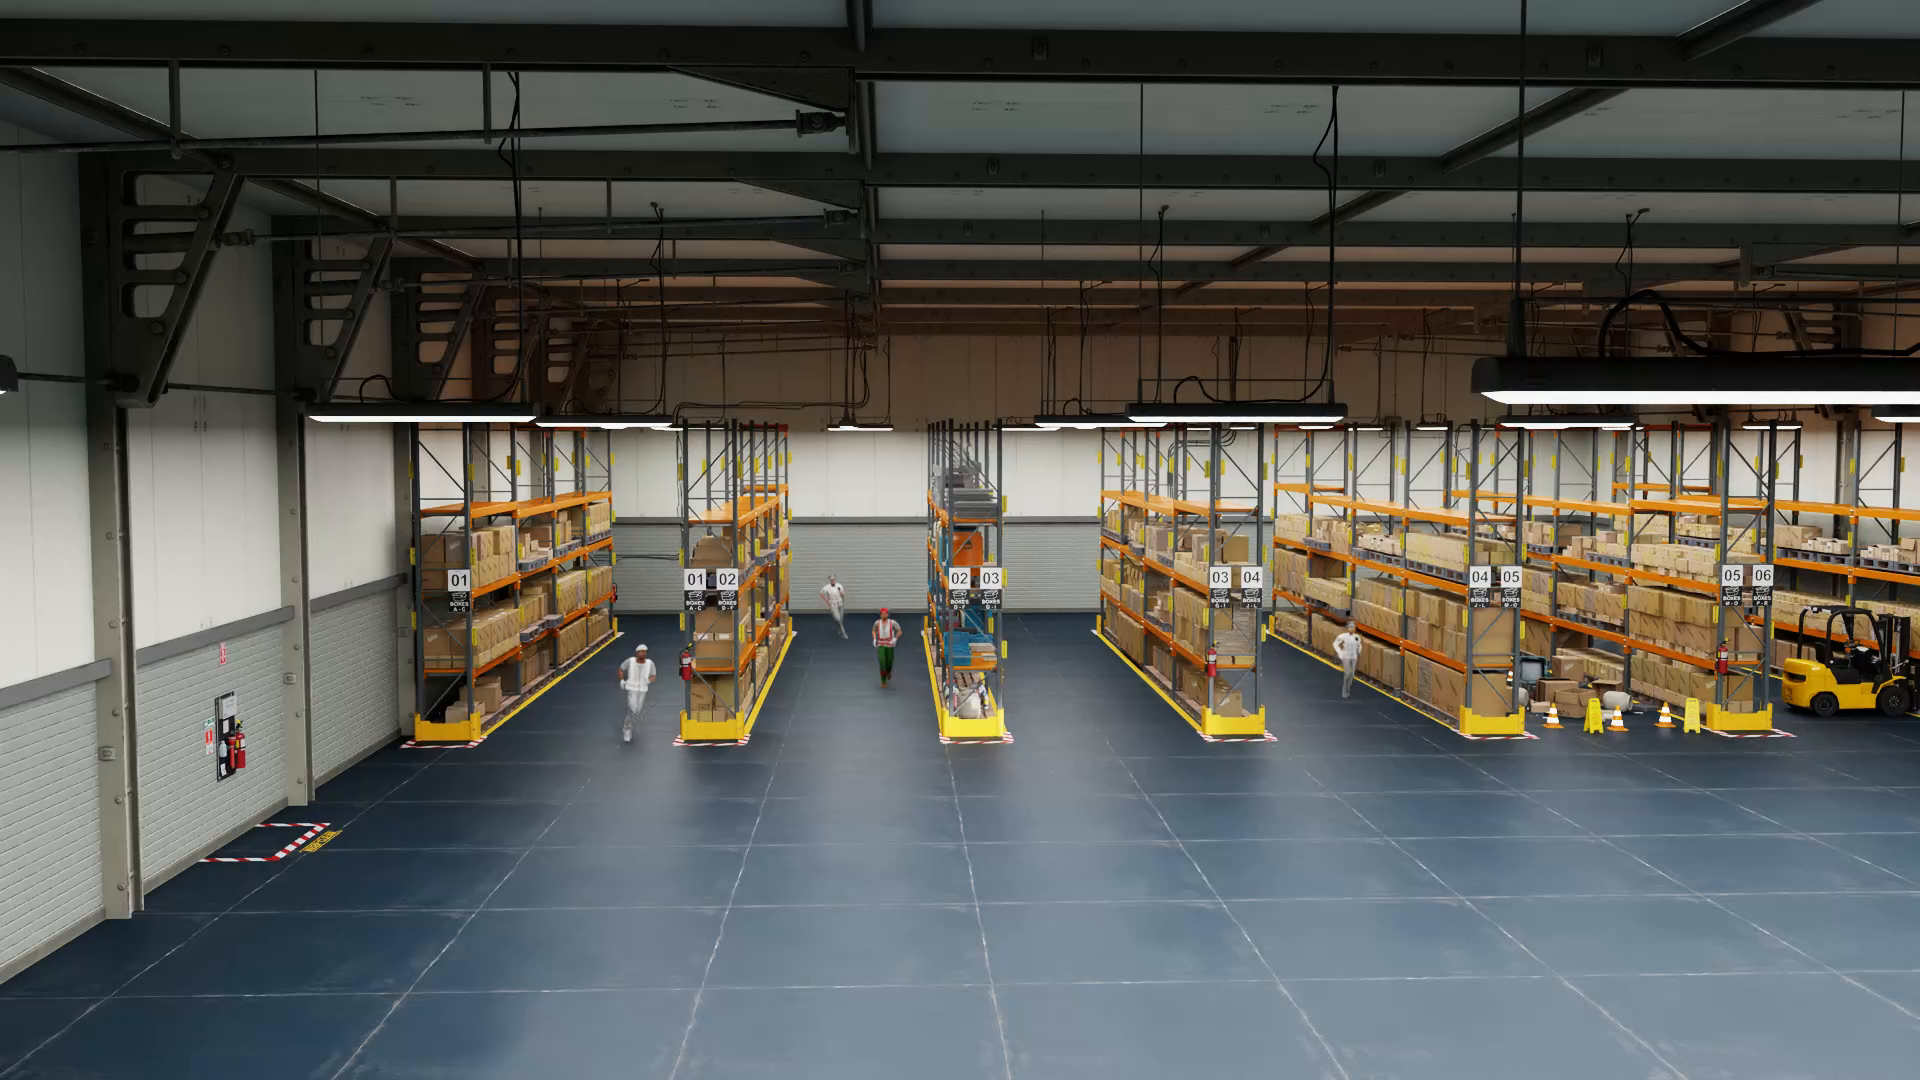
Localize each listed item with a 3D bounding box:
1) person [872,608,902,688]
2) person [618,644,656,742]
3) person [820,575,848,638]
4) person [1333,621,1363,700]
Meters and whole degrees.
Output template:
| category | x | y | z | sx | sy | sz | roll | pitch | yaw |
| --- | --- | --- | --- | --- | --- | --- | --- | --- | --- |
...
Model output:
| category | x | y | z | sx | sy | sz | roll | pitch | yaw |
| --- | --- | --- | --- | --- | --- | --- | --- | --- | --- |
| person | -1.660 | 2.425 | 37.733 | 0.679 | 1.803 | 0.798 | 0 | 4 | 6 |
| person | -6.036 | 2.858 | 31.201 | 0.676 | 1.803 | 0.674 | -2 | 4 | -29 |
| person | -3.520 | 1.862 | 46.751 | 0.684 | 1.794 | 0.848 | -2 | 4 | -28 |
| person | 8.408 | 2.590 | 35.875 | 0.587 | 1.708 | 0.687 | -1 | 4 | -8 |
